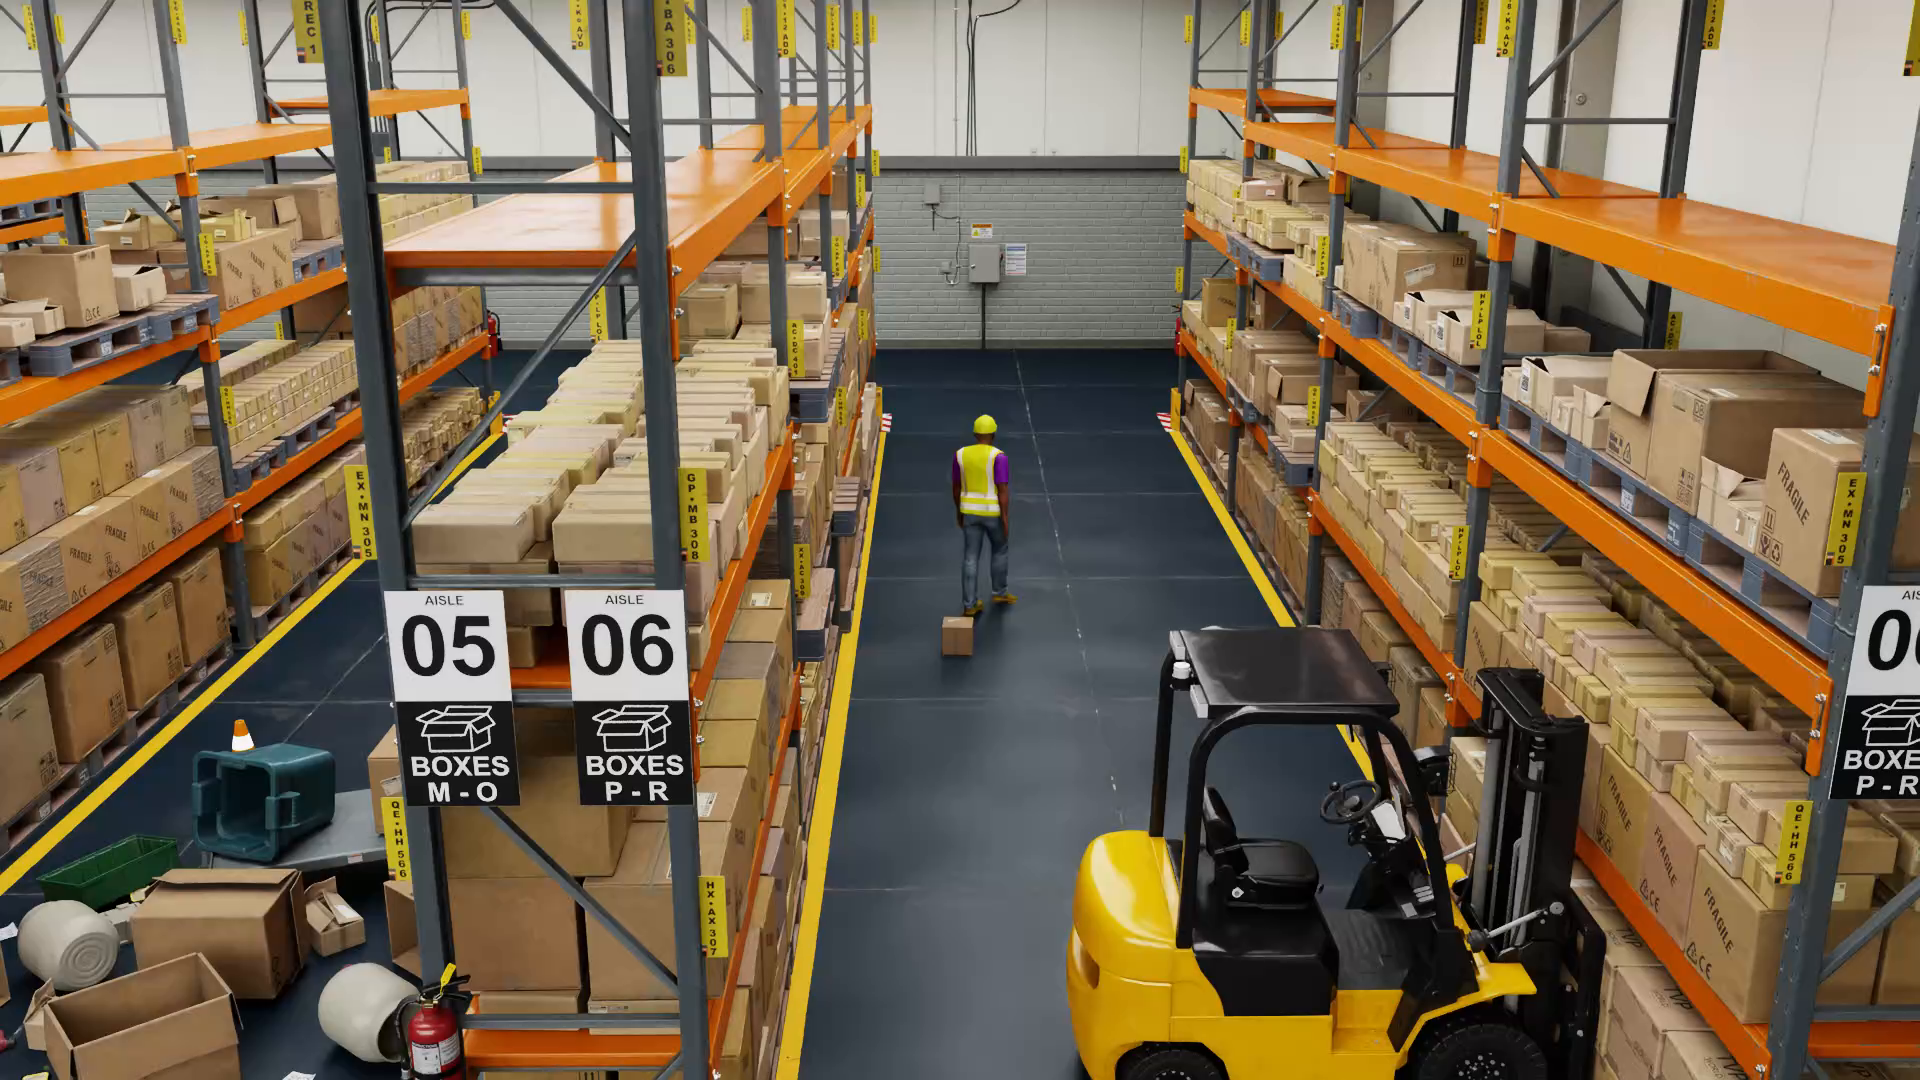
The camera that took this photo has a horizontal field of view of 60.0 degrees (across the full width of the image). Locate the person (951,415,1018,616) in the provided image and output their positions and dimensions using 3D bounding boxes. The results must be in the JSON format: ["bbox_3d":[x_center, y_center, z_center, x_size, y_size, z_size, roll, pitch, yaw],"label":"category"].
[{"bbox_3d":[0.202,-0.221,14.756,0.605,1.776,0.737,7,18,20],"label":"person"}]
